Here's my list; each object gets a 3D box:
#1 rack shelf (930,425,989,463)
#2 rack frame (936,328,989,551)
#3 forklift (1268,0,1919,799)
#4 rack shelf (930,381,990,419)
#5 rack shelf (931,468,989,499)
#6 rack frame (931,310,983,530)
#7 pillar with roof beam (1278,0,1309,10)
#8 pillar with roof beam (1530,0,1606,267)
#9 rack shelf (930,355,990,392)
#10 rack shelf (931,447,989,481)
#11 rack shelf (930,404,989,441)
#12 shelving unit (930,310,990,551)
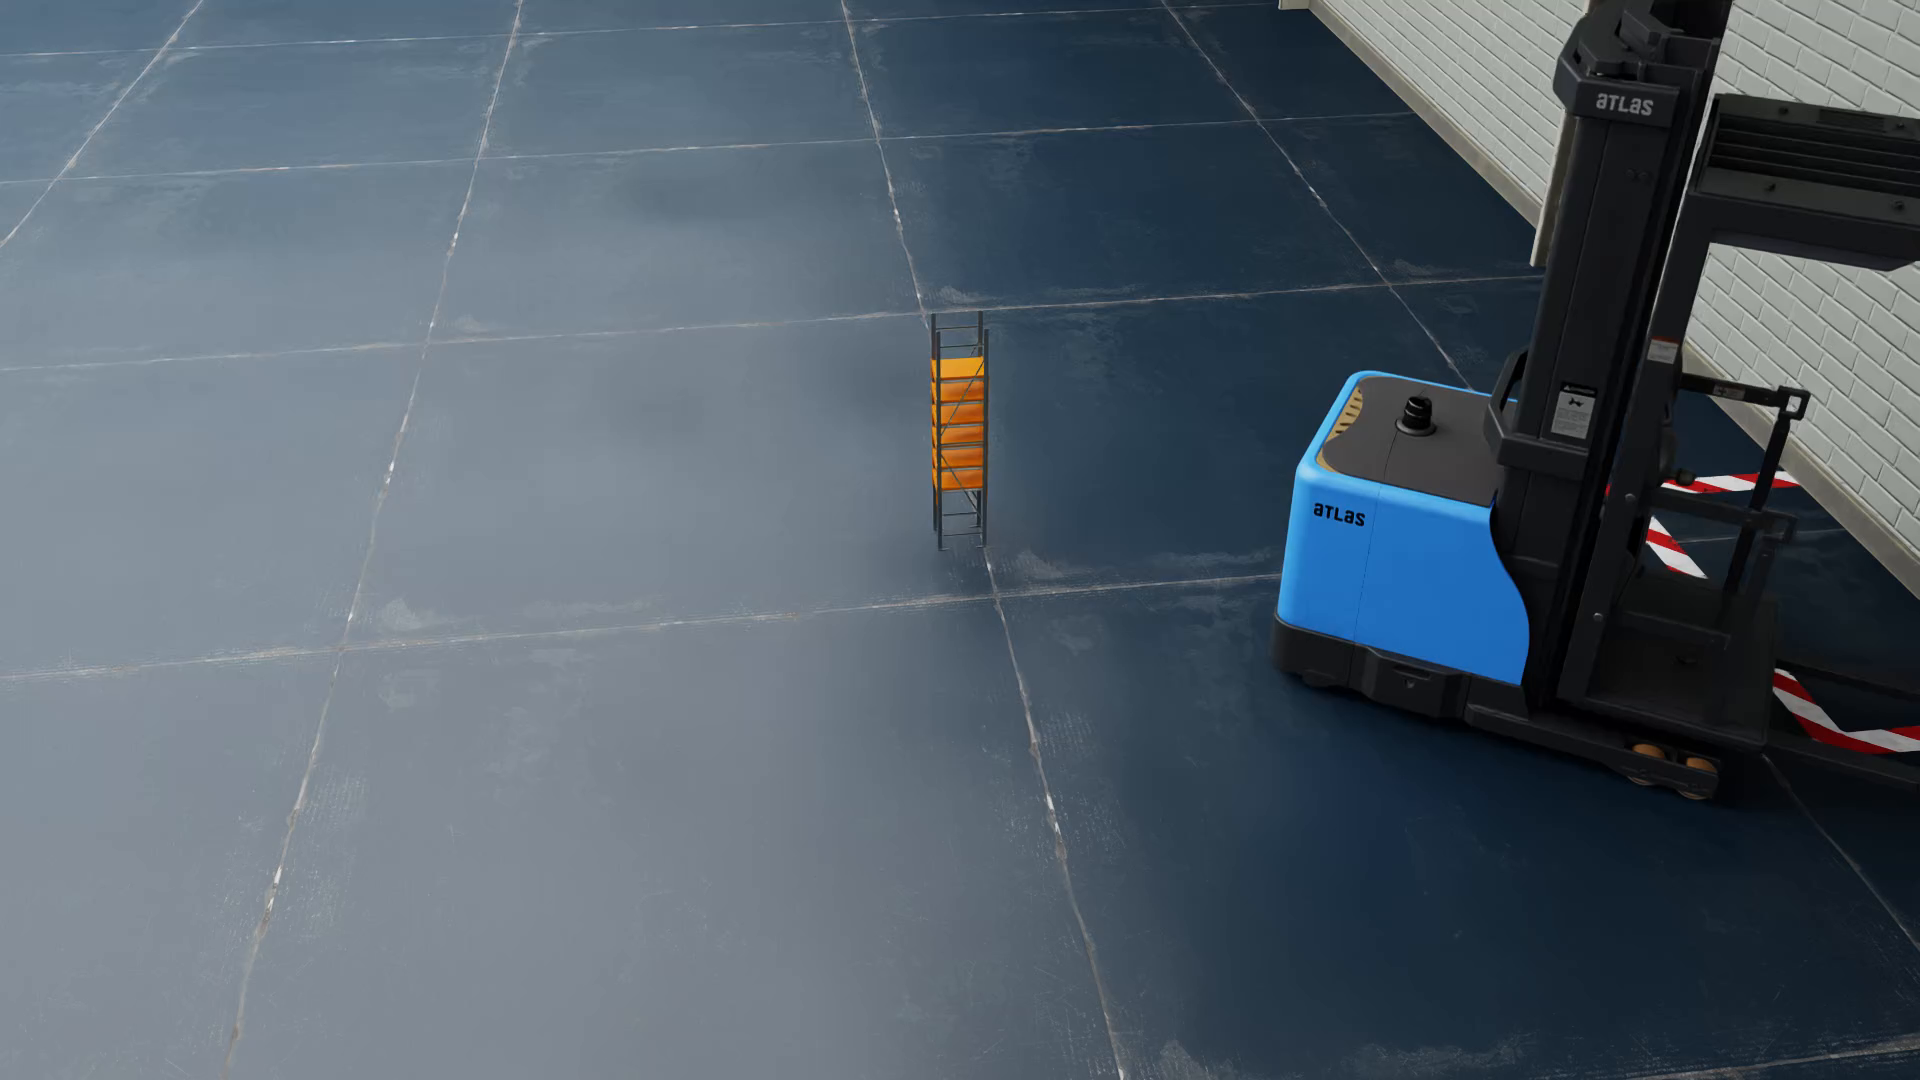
[{"bbox_3d":[-0.002,-0.467,7.949,0.258,0.103,0.180,-4,35,-6],"label":"rack shelf"},{"bbox_3d":[0.010,-0.453,7.849,0.240,1.200,0.006,-4,35,-6],"label":"rack frame"},{"bbox_3d":[2.925,-0.507,6.392,3.031,2.935,1.130,15,37,21],"label":"forklift"},{"bbox_3d":[-0.002,-0.665,7.814,0.258,0.103,0.180,-4,35,-6],"label":"rack shelf"},{"bbox_3d":[-0.002,-0.269,8.084,0.258,0.103,0.180,-4,35,-6],"label":"rack shelf"},{"bbox_3d":[-0.014,-0.555,7.999,0.240,1.200,0.006,-4,35,-6],"label":"rack frame"},{"bbox_3d":[-1.155,-8.462,12.676,9.100,9.000,0.400,-4,35,-6],"label":"pillar with roof beam"},{"bbox_3d":[-0.348,-5.114,7.763,9.100,9.000,0.400,-4,35,-6],"label":"pillar with roof beam"},{"bbox_3d":[-0.002,-0.765,7.746,0.258,0.103,0.180,-4,35,-6],"label":"rack shelf"},{"bbox_3d":[-0.002,-0.368,8.017,0.258,0.103,0.180,-4,35,-6],"label":"rack shelf"},{"bbox_3d":[-0.002,-0.566,7.881,0.258,0.103,0.180,-4,35,-6],"label":"rack shelf"},{"bbox_3d":[-0.002,-0.504,7.924,0.258,1.200,0.189,-4,35,-6],"label":"shelving unit"}]
